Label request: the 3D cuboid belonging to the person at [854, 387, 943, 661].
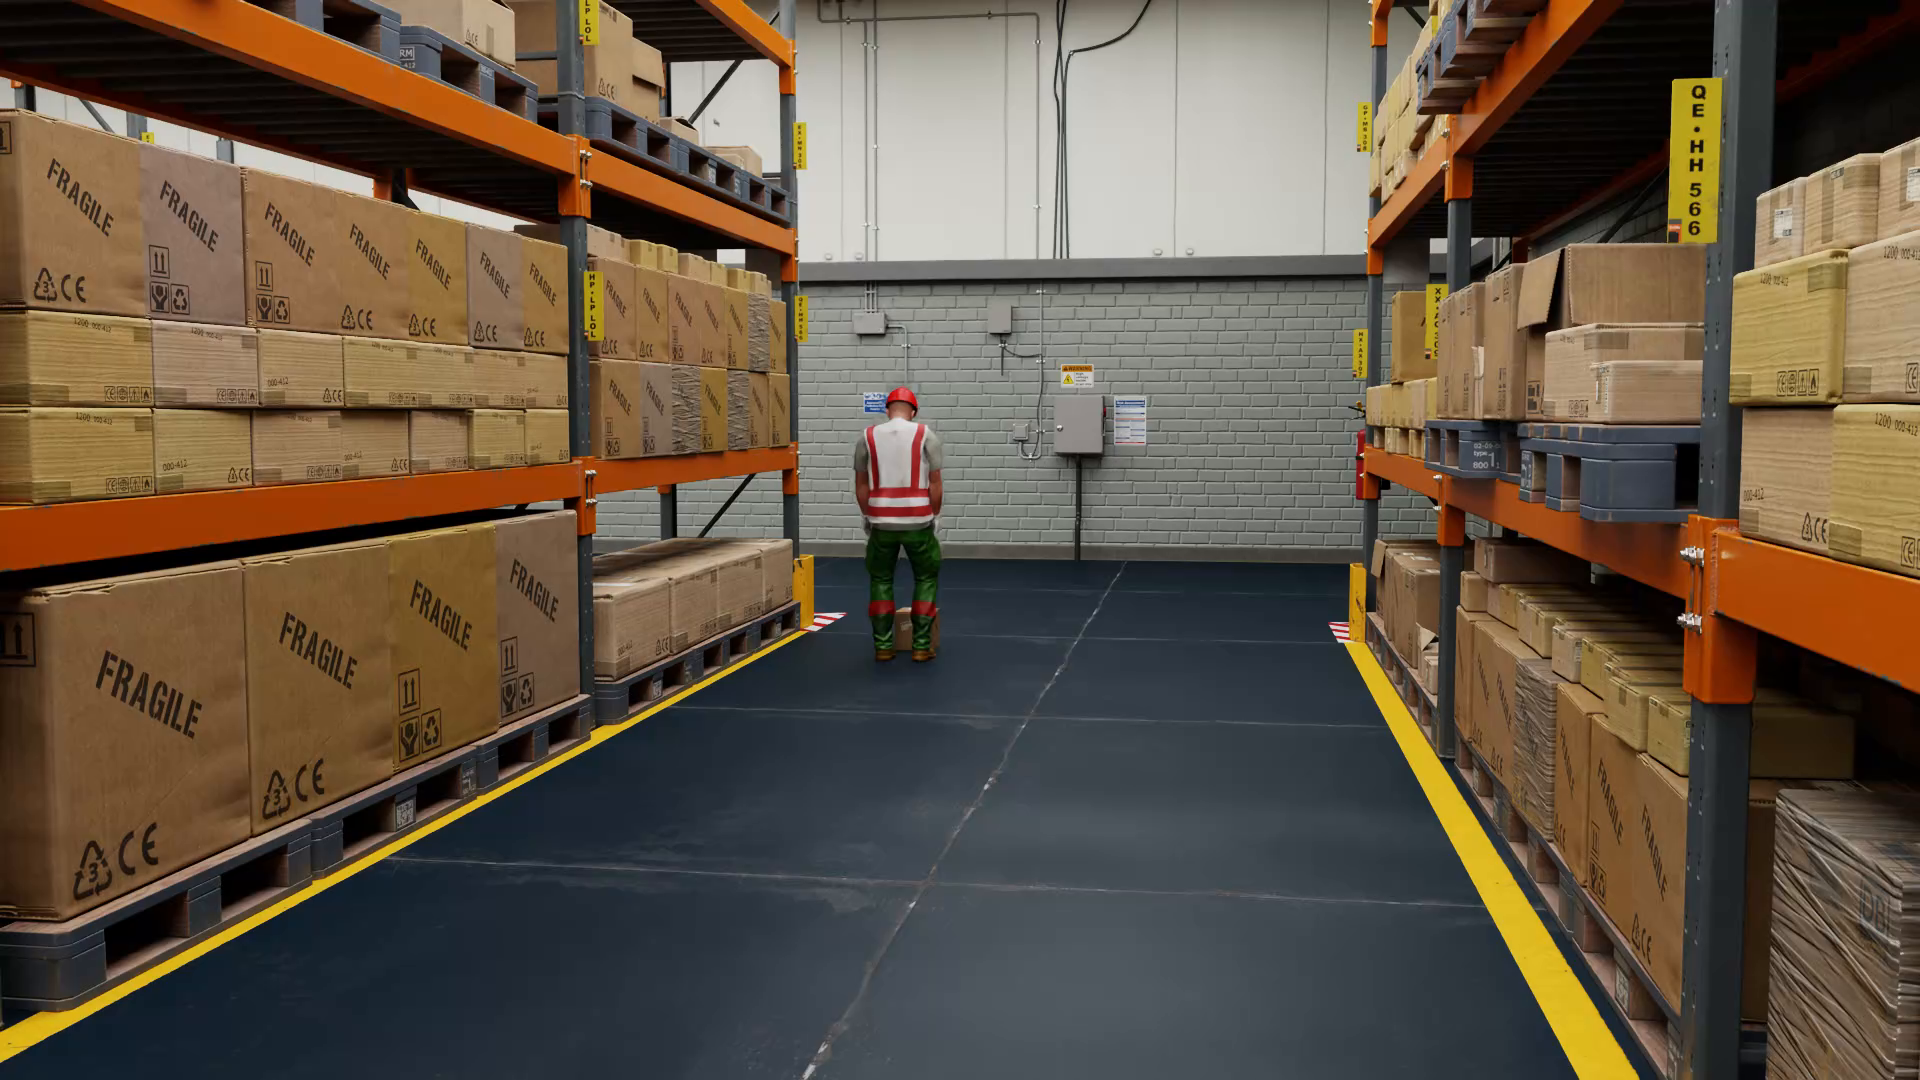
[{"bbox_3d":[-0.382,-0.103,10.376,0.554,1.699,0.516,1,4,10],"label":"person"}]
